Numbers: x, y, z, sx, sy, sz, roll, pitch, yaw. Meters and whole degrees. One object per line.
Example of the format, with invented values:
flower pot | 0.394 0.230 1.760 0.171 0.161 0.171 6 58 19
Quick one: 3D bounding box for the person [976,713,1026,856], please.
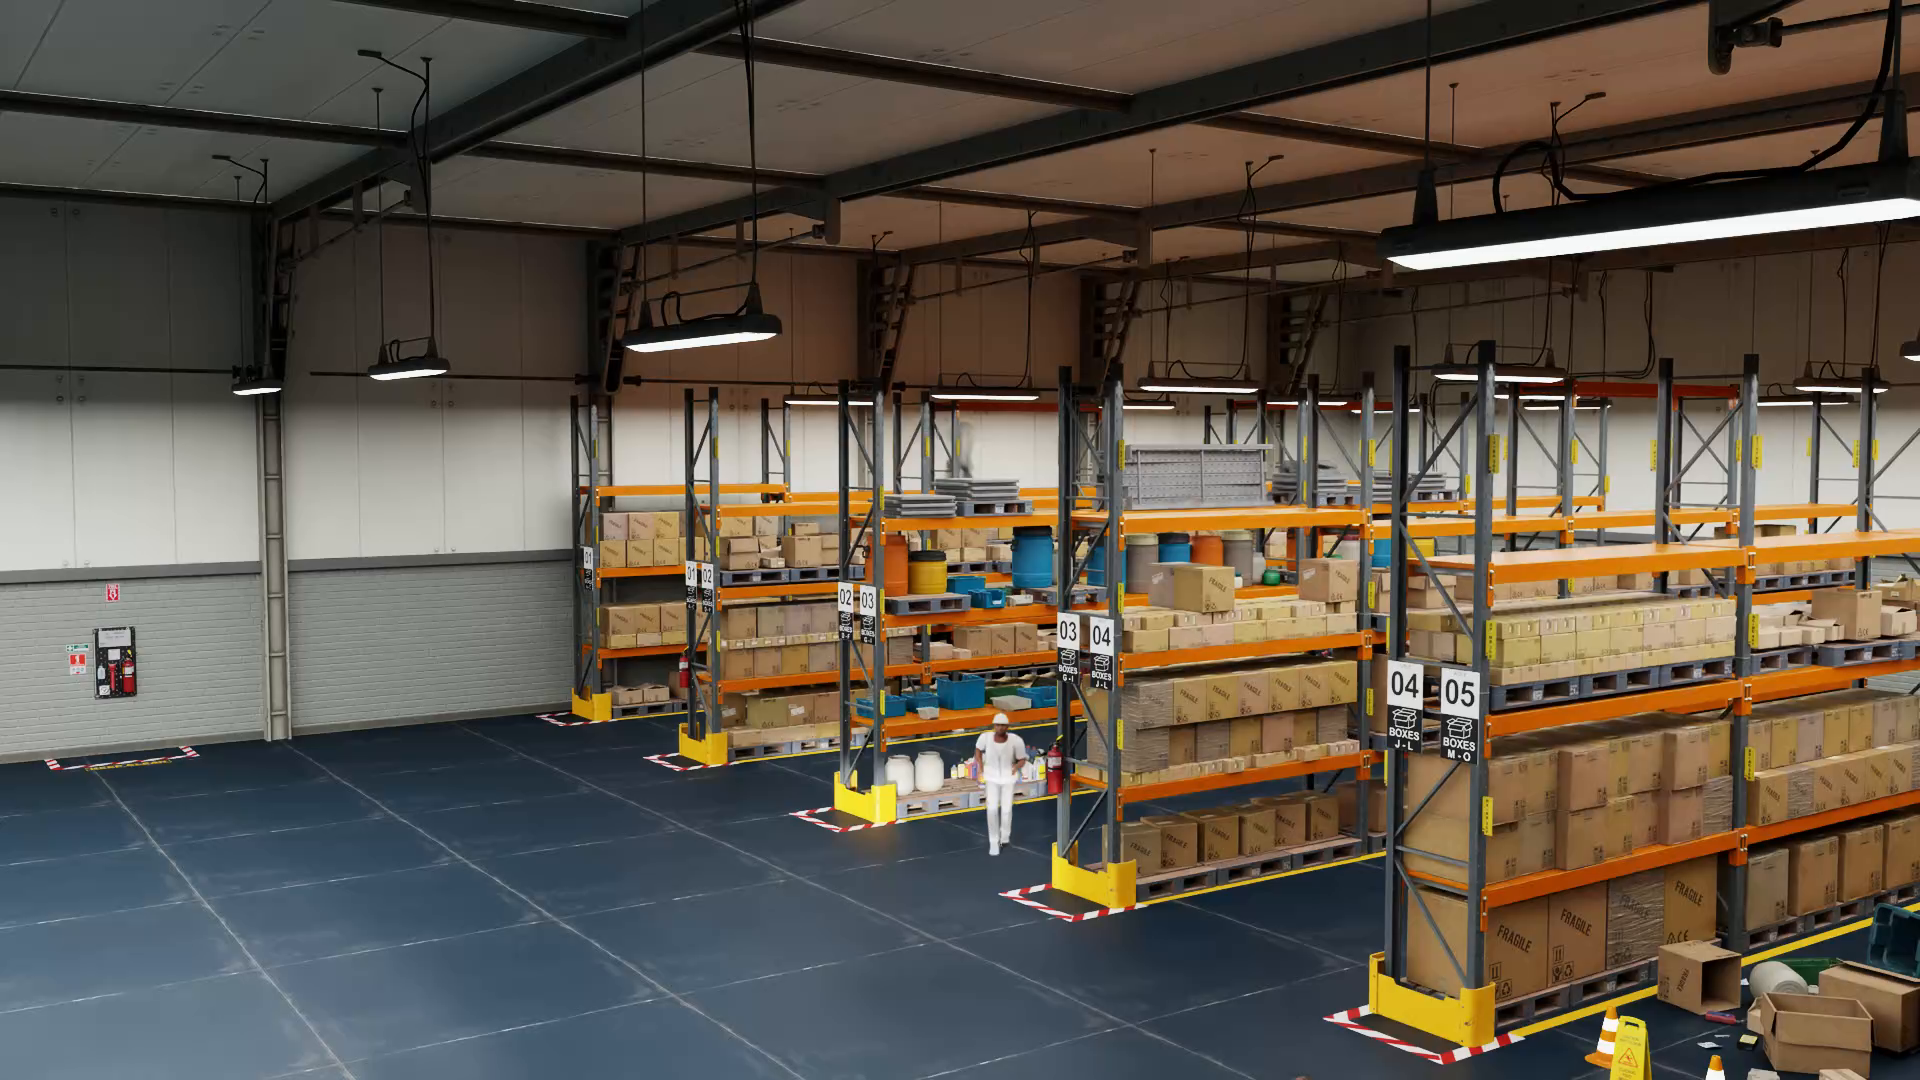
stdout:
person | 0.515 3.055 20.857 0.627 1.814 0.864 0 3 -1
